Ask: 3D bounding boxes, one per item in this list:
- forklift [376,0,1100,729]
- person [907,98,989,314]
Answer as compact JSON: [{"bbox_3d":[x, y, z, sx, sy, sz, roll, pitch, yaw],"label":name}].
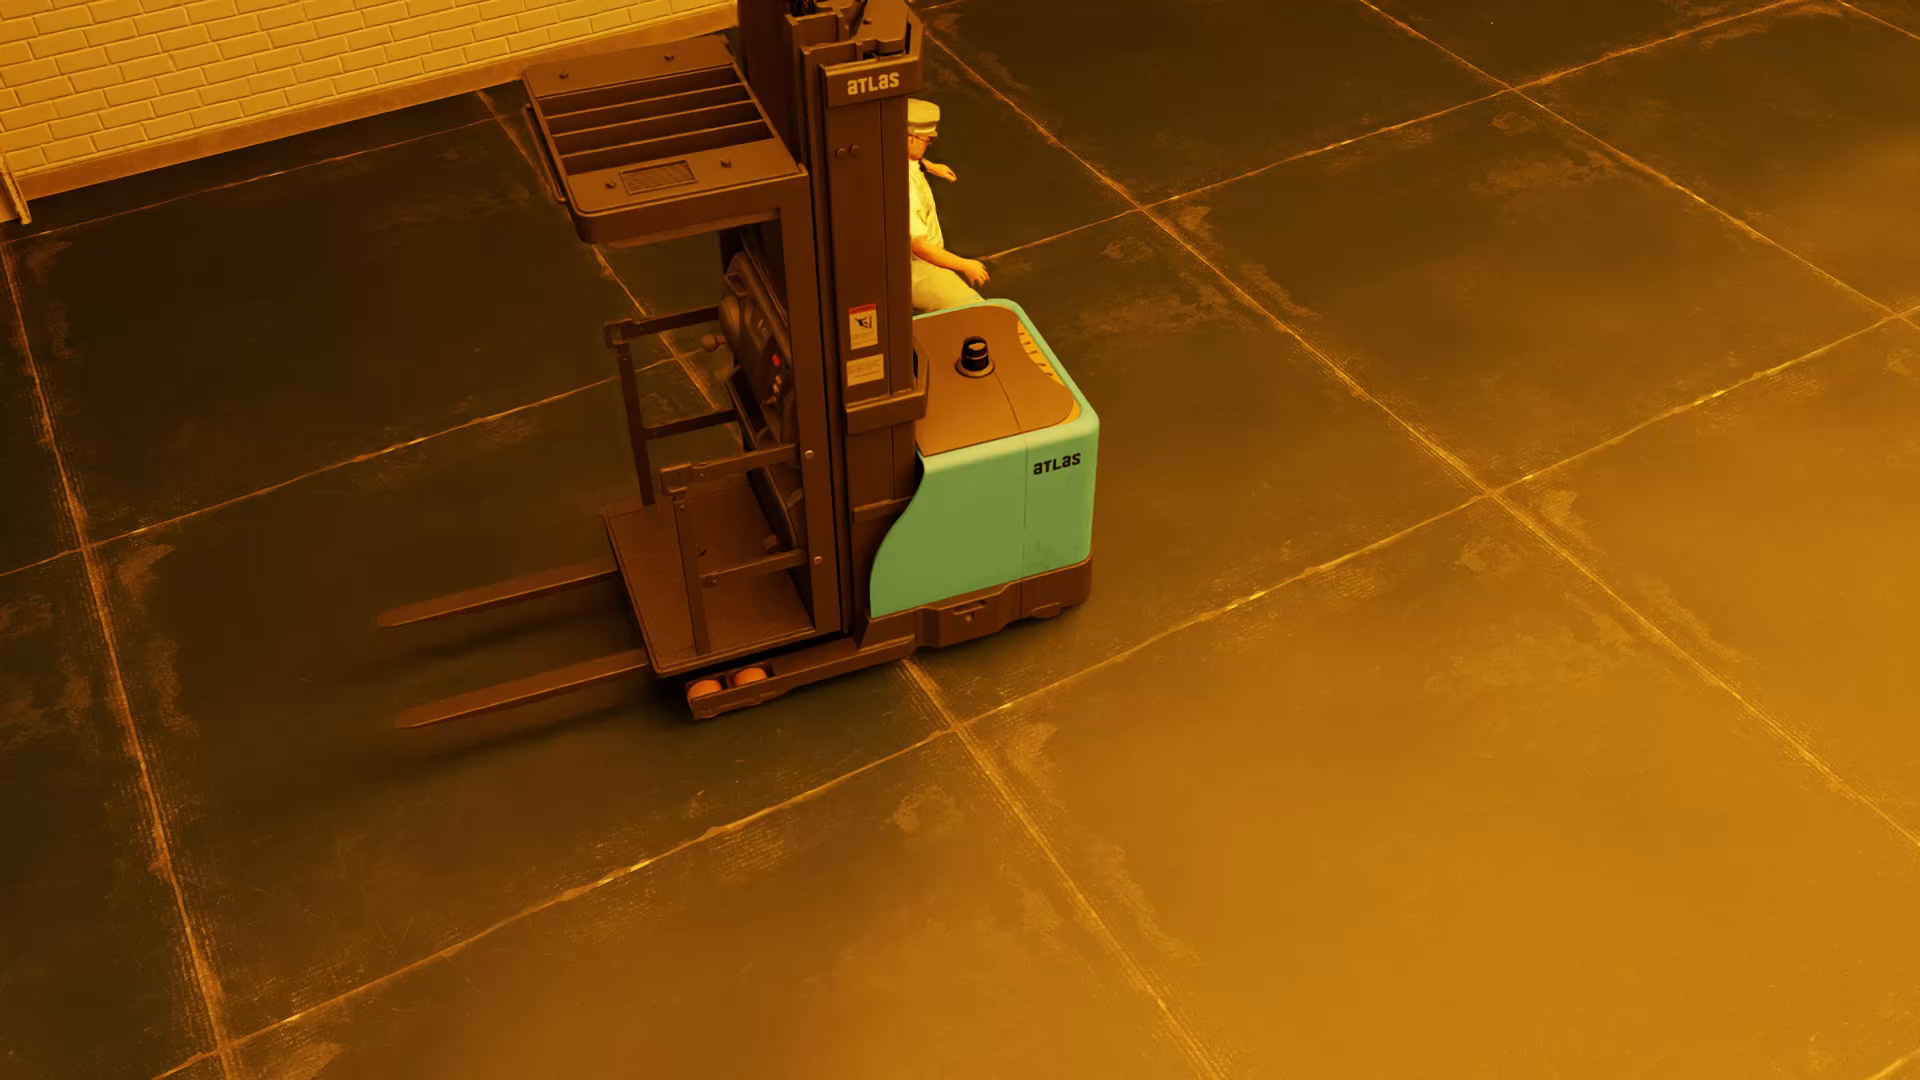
[{"bbox_3d":[-0.981,-0.729,6.484,3.031,2.935,1.130,-14,45,-15],"label":"forklift"},{"bbox_3d":[-0.157,-1.458,8.306,0.981,1.594,1.046,-10,44,-11],"label":"person"}]
